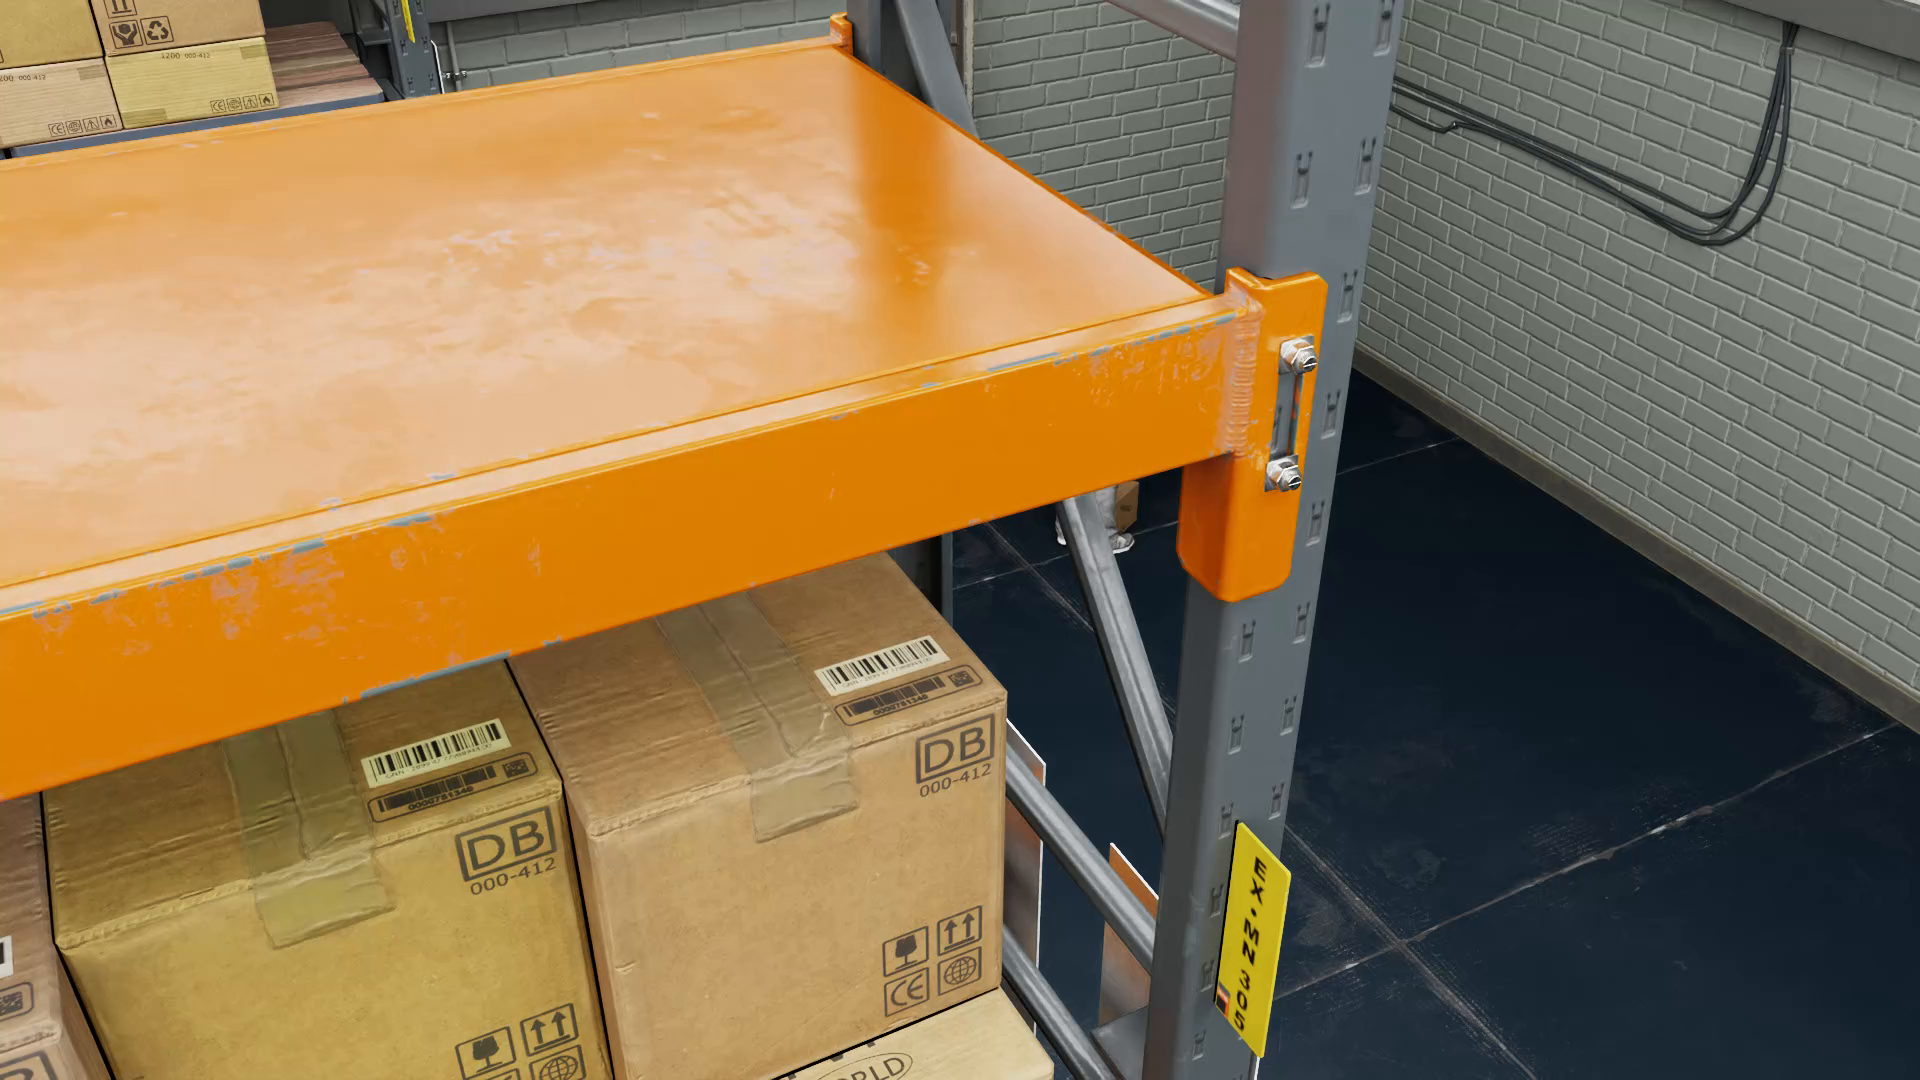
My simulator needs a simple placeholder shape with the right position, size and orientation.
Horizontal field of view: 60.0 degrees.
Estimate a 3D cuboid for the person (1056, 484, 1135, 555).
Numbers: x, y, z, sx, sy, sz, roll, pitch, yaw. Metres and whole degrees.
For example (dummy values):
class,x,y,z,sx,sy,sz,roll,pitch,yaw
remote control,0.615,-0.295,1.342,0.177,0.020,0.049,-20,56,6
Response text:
class,x,y,z,sx,sy,sz,roll,pitch,yaw
person,0.684,-0.644,8.591,0.464,1.593,0.345,22,40,30
